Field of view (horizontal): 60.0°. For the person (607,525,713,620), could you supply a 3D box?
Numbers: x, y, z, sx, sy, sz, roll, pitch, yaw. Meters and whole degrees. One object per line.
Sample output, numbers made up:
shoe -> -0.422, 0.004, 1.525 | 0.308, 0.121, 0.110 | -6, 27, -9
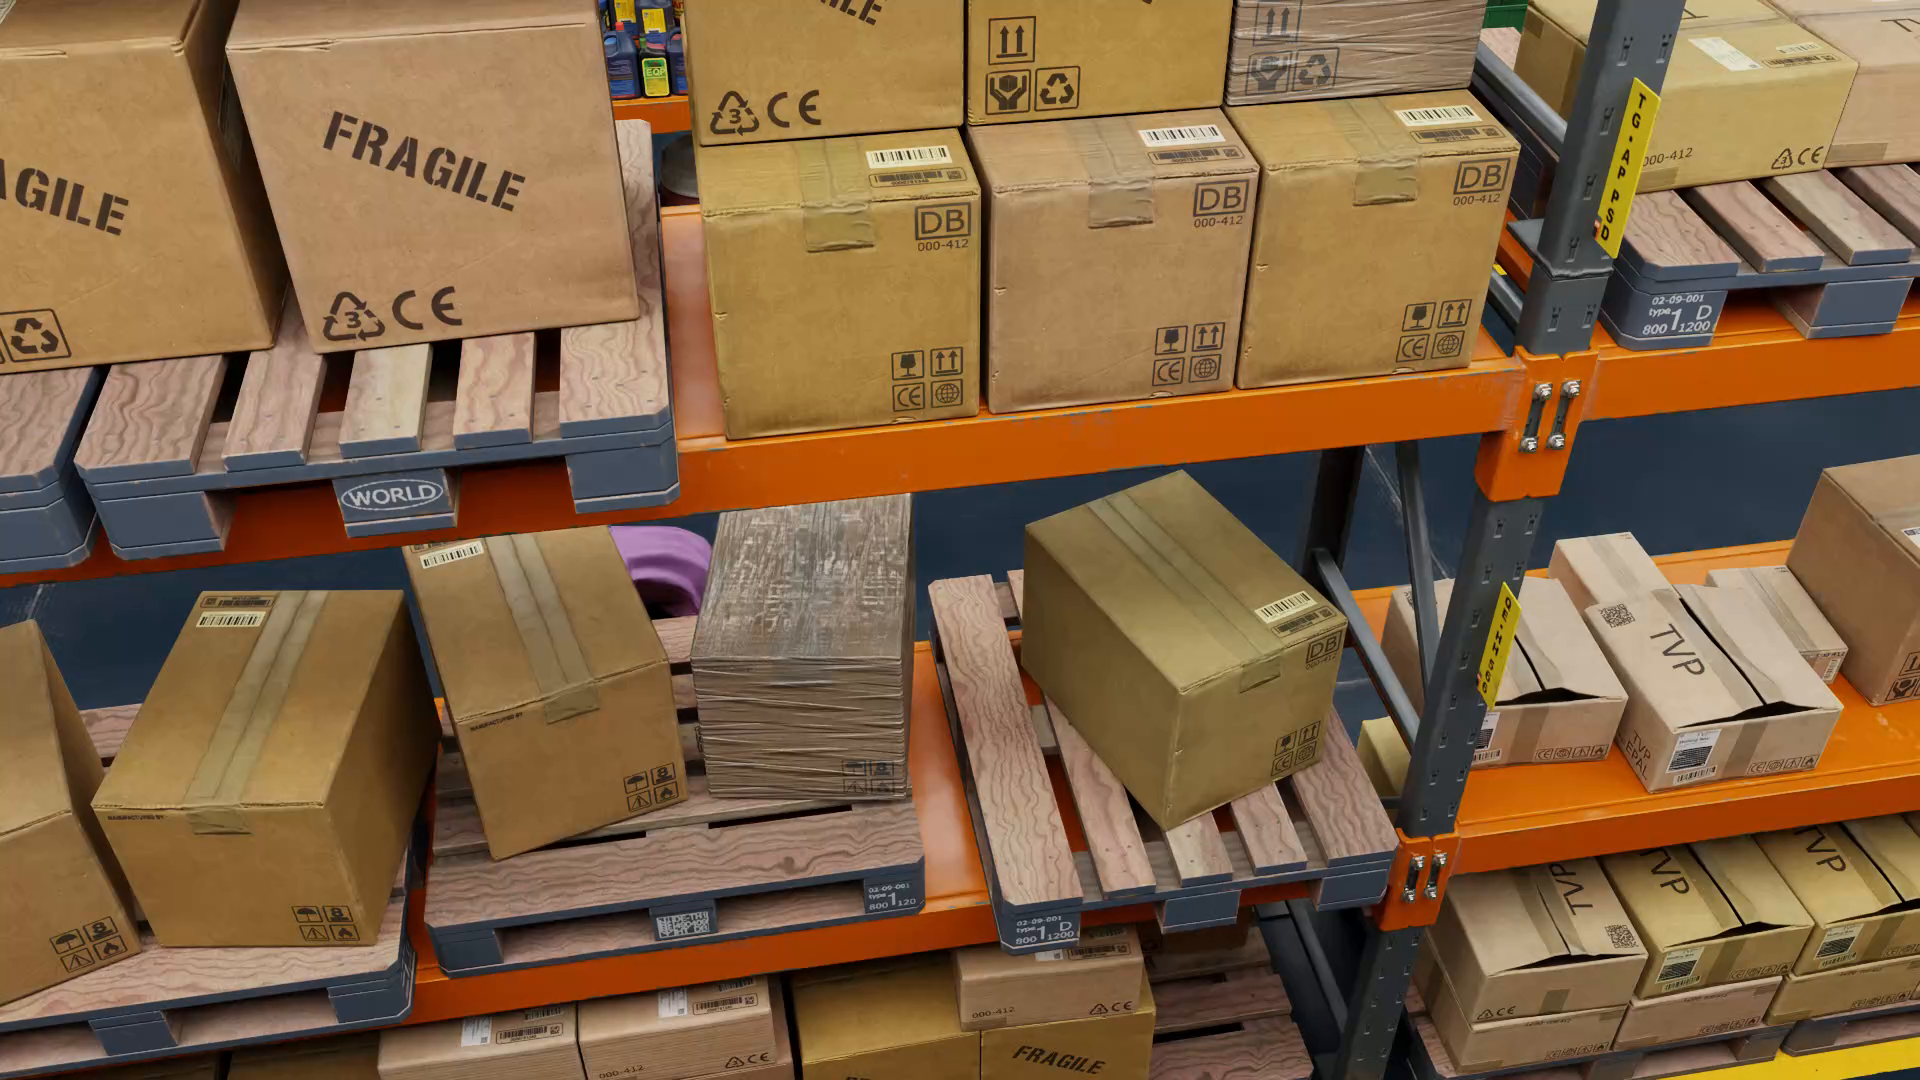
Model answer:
person -> -1.263, 0.390, 6.165 | 0.855, 0.992, 0.410 | -8, 40, -10
